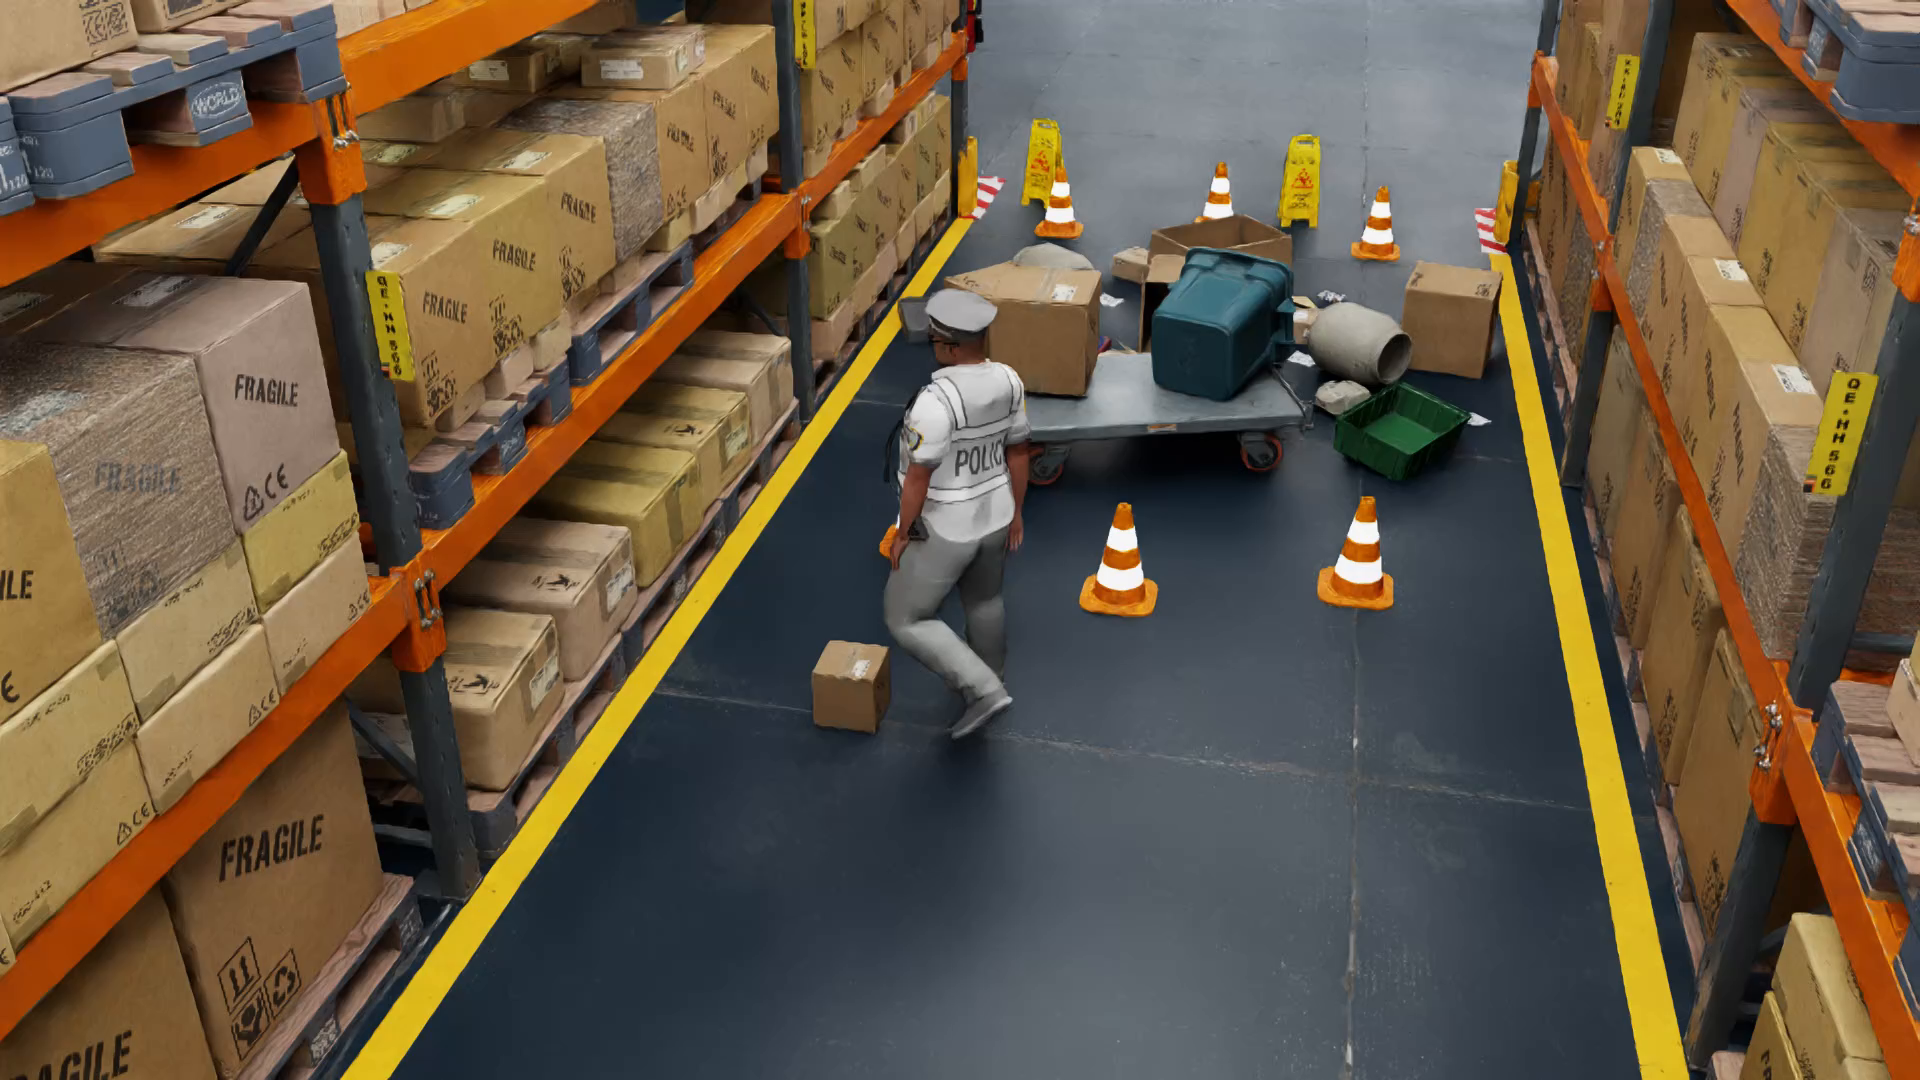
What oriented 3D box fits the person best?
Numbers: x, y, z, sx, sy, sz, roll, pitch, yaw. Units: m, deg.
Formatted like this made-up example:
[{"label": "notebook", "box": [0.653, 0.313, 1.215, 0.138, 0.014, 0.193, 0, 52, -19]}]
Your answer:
[{"label": "person", "box": [0.050, -0.077, 6.219, 0.623, 1.752, 0.668, 22, 35, 34]}]
